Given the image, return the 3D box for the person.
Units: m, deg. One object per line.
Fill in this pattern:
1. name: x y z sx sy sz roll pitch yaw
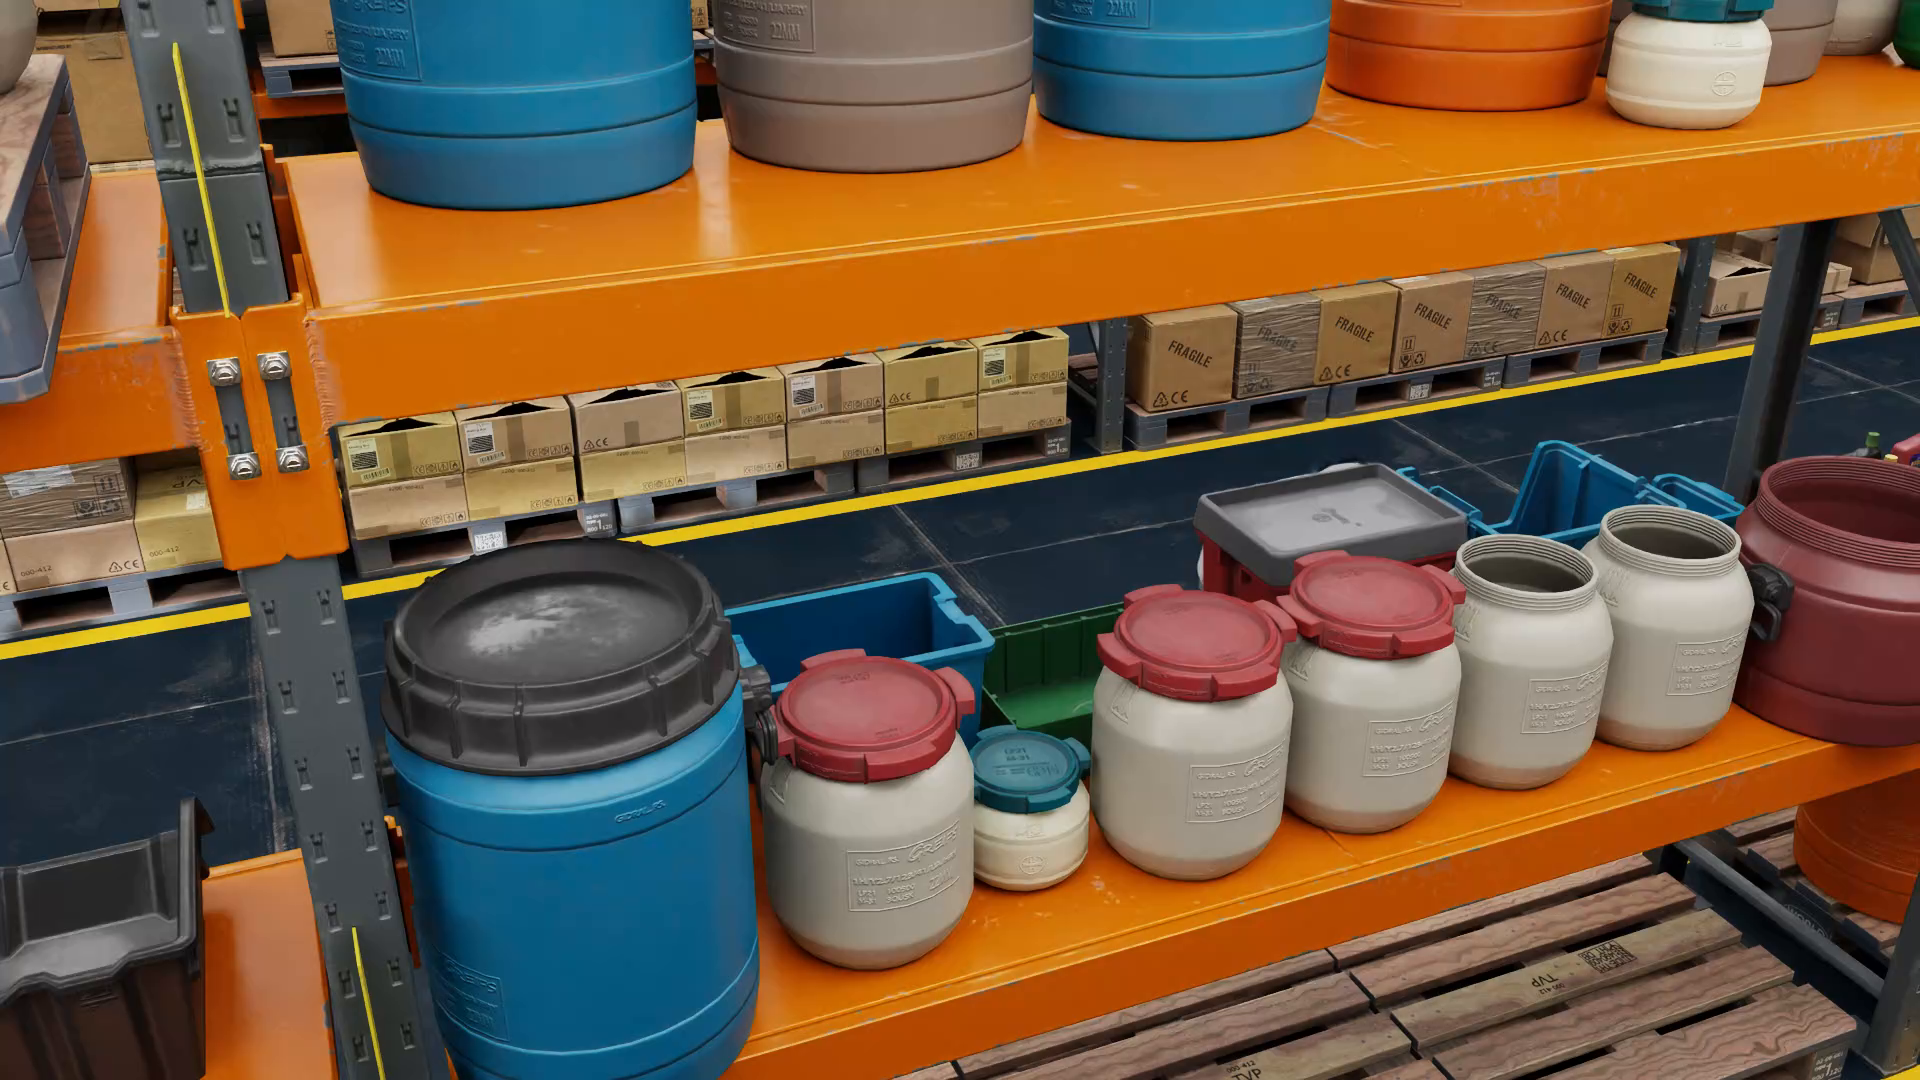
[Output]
1. person: 1.205 0.250 6.054 0.495 1.274 0.769 -11 28 -20
